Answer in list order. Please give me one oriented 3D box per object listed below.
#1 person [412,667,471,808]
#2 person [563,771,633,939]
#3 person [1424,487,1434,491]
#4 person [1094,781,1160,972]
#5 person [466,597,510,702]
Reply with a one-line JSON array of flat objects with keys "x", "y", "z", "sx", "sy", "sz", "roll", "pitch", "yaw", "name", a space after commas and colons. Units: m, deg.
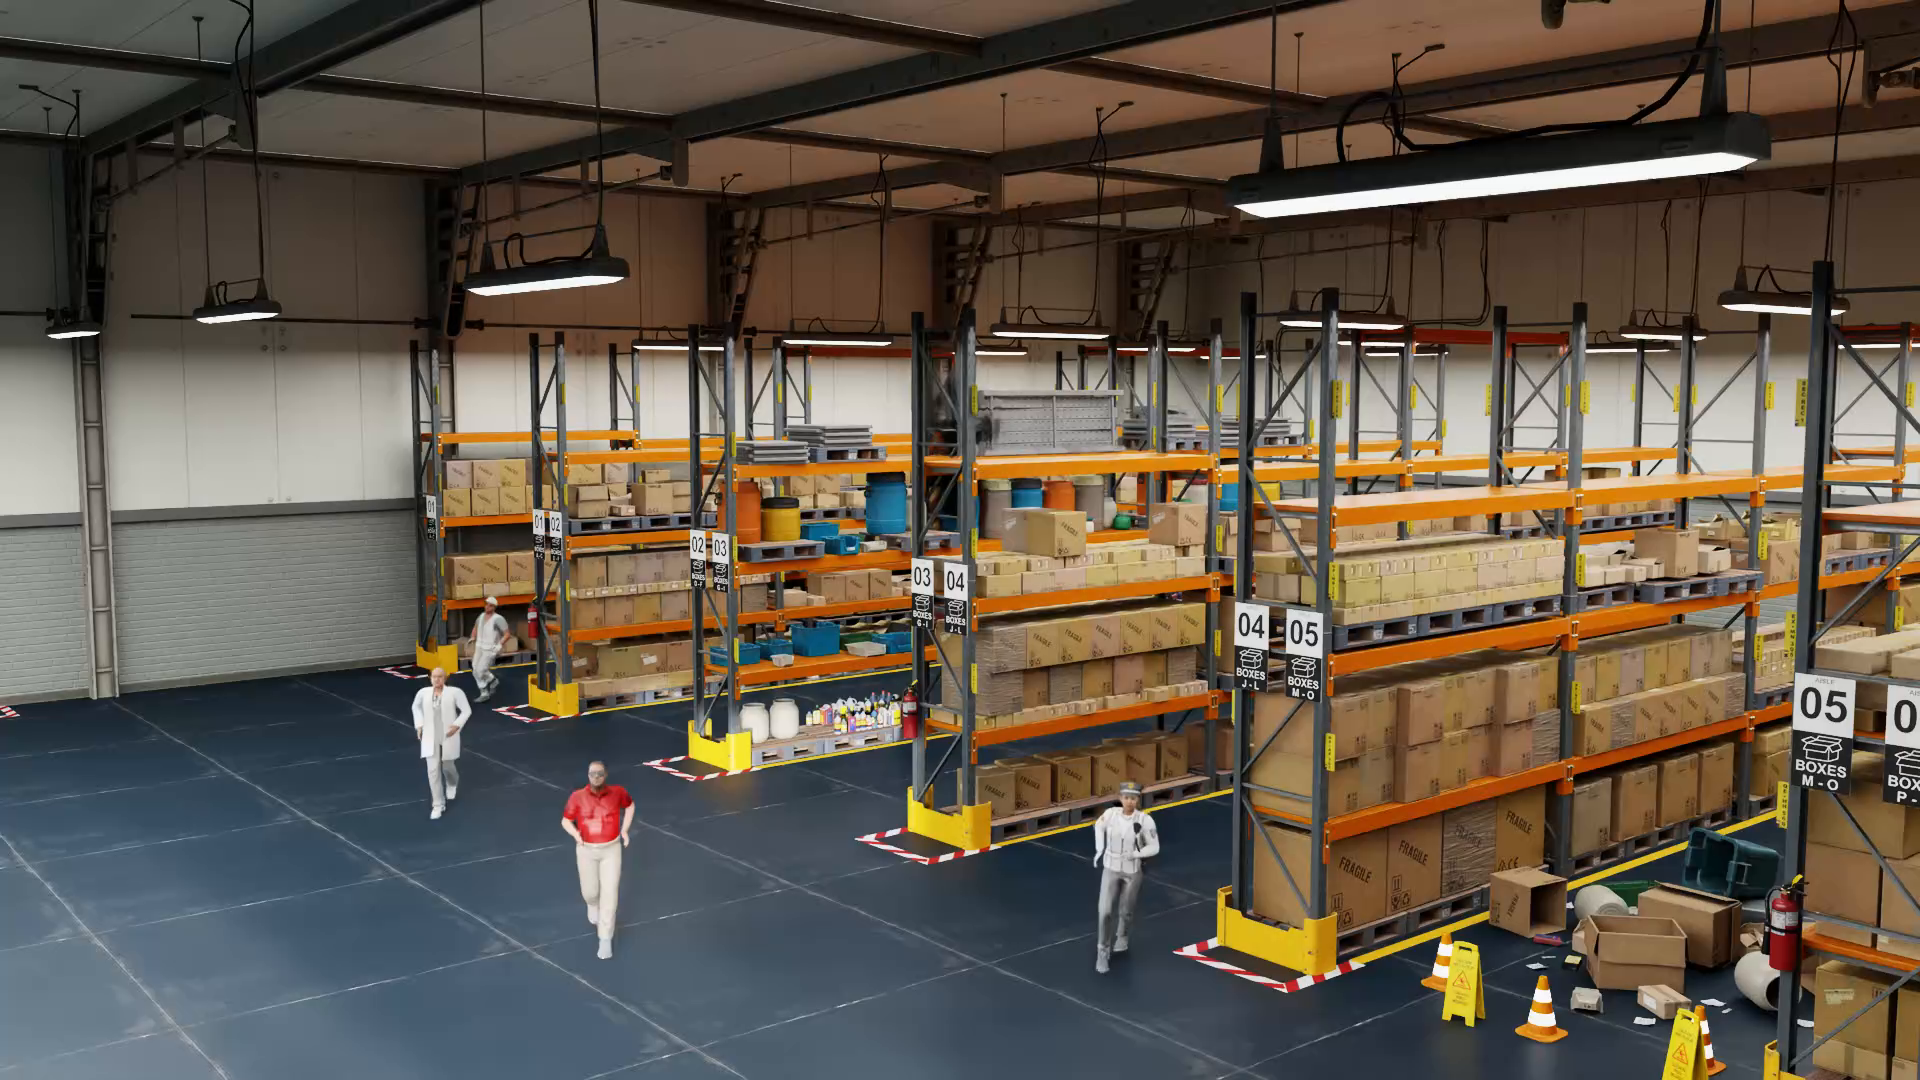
[{"x": -6.320, "y": 2.367, "z": 20.293, "sx": 0.722, "sy": 1.677, "sz": 0.754, "roll": -1, "pitch": 5, "yaw": -9, "name": "person"}, {"x": -3.352, "y": 2.870, "z": 15.431, "sx": 0.637, "sy": 1.549, "sz": 0.740, "roll": -1, "pitch": 5, "yaw": -12, "name": "person"}, {"x": 4.879, "y": 1.881, "z": 18.292, "sx": 1.714, "sy": 3.185, "sz": 30.321, "roll": 1, "pitch": 5, "yaw": 14, "name": "person"}, {"x": 1.485, "y": 2.989, "z": 14.881, "sx": 0.615, "sy": 1.746, "sz": 0.706, "roll": 1, "pitch": 5, "yaw": 13, "name": "person"}, {"x": -7.717, "y": 1.791, "z": 27.181, "sx": 0.729, "sy": 1.736, "sz": 0.541, "roll": 3, "pitch": 6, "yaw": 27, "name": "person"}]
